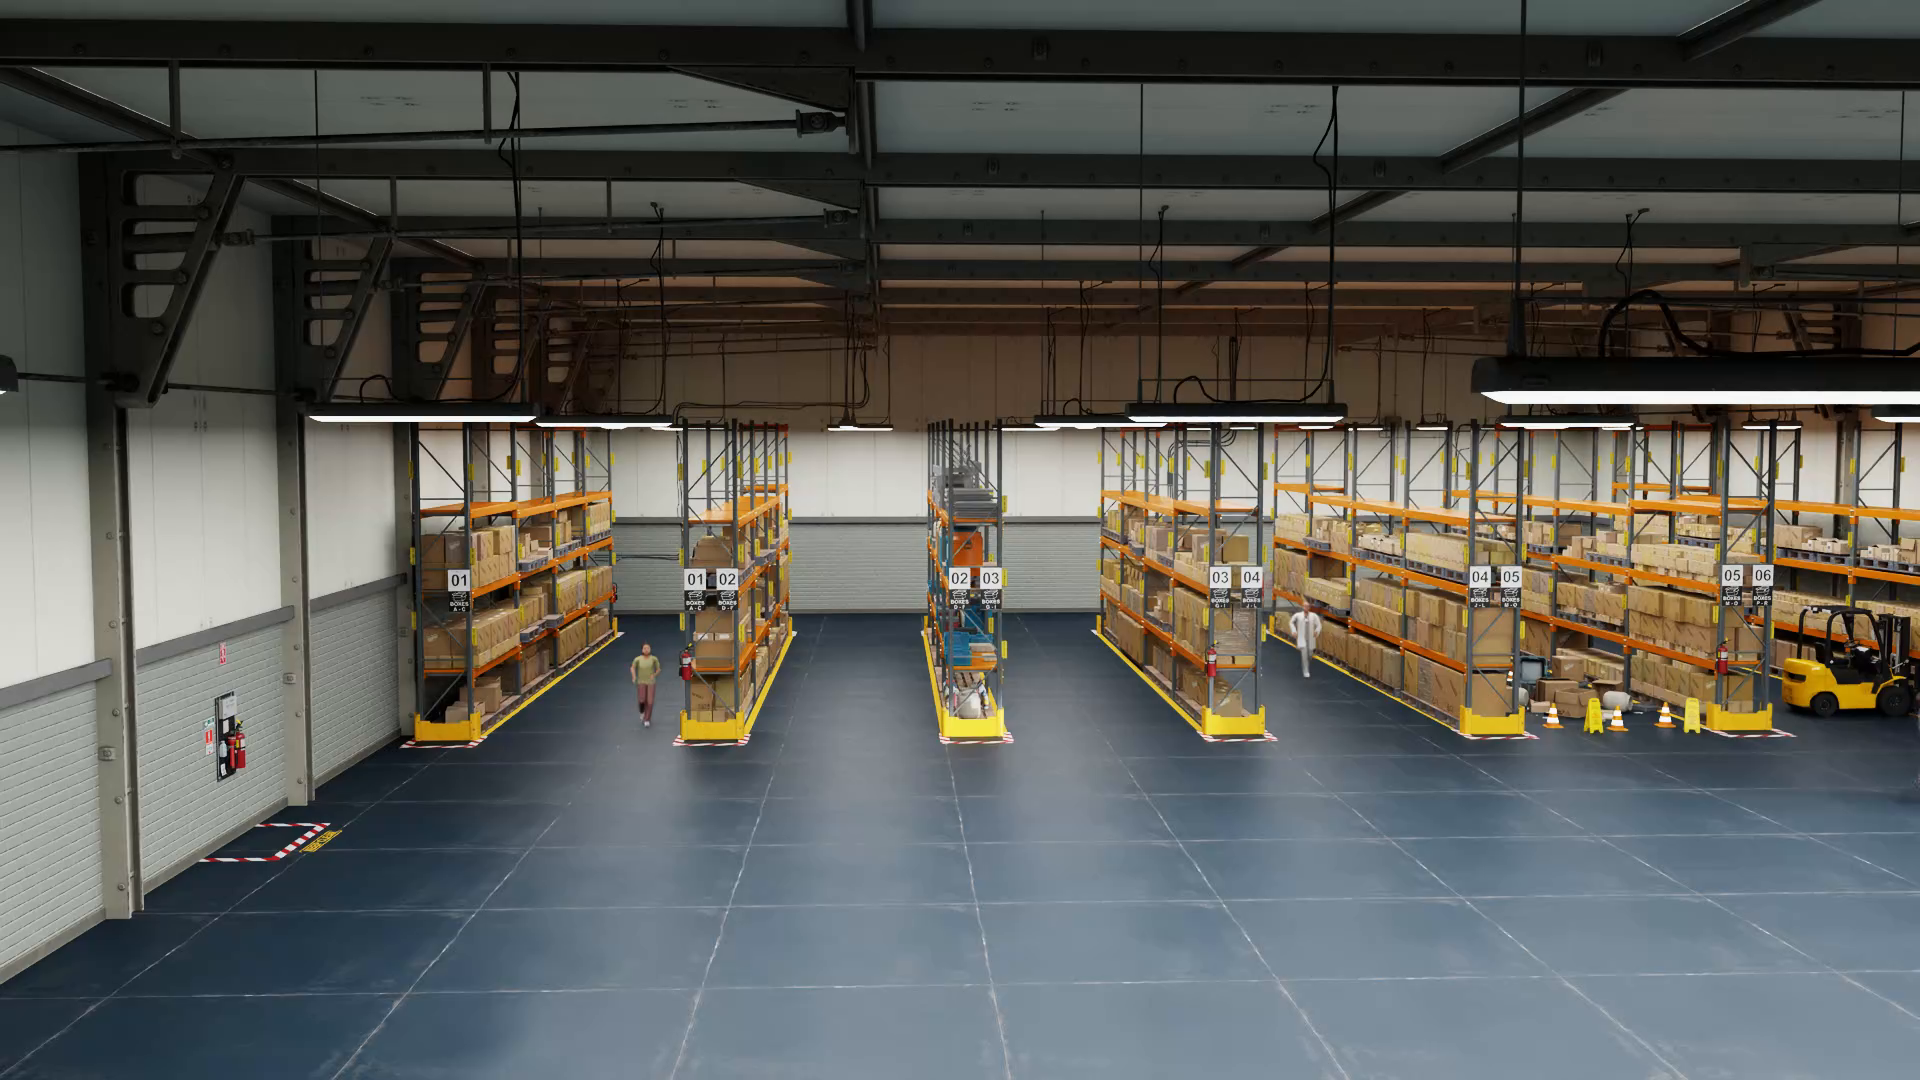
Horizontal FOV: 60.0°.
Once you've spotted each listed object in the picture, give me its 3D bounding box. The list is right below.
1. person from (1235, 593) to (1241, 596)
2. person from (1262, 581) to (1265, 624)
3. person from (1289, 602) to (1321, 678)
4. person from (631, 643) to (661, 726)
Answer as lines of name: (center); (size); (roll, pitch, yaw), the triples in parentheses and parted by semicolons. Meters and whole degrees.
person: (7.703, 1.910, 46.933); (0.606, 1.626, 0.816); (2, 4, 26)
person: (8.718, 1.783, 48.982); (0.585, 1.691, 0.798); (-1, 4, -9)
person: (8.145, 2.328, 39.231); (0.743, 1.751, 0.934); (0, 4, 2)
person: (-6.139, 2.828, 32.529); (0.573, 1.626, 0.537); (-1, 4, -13)
